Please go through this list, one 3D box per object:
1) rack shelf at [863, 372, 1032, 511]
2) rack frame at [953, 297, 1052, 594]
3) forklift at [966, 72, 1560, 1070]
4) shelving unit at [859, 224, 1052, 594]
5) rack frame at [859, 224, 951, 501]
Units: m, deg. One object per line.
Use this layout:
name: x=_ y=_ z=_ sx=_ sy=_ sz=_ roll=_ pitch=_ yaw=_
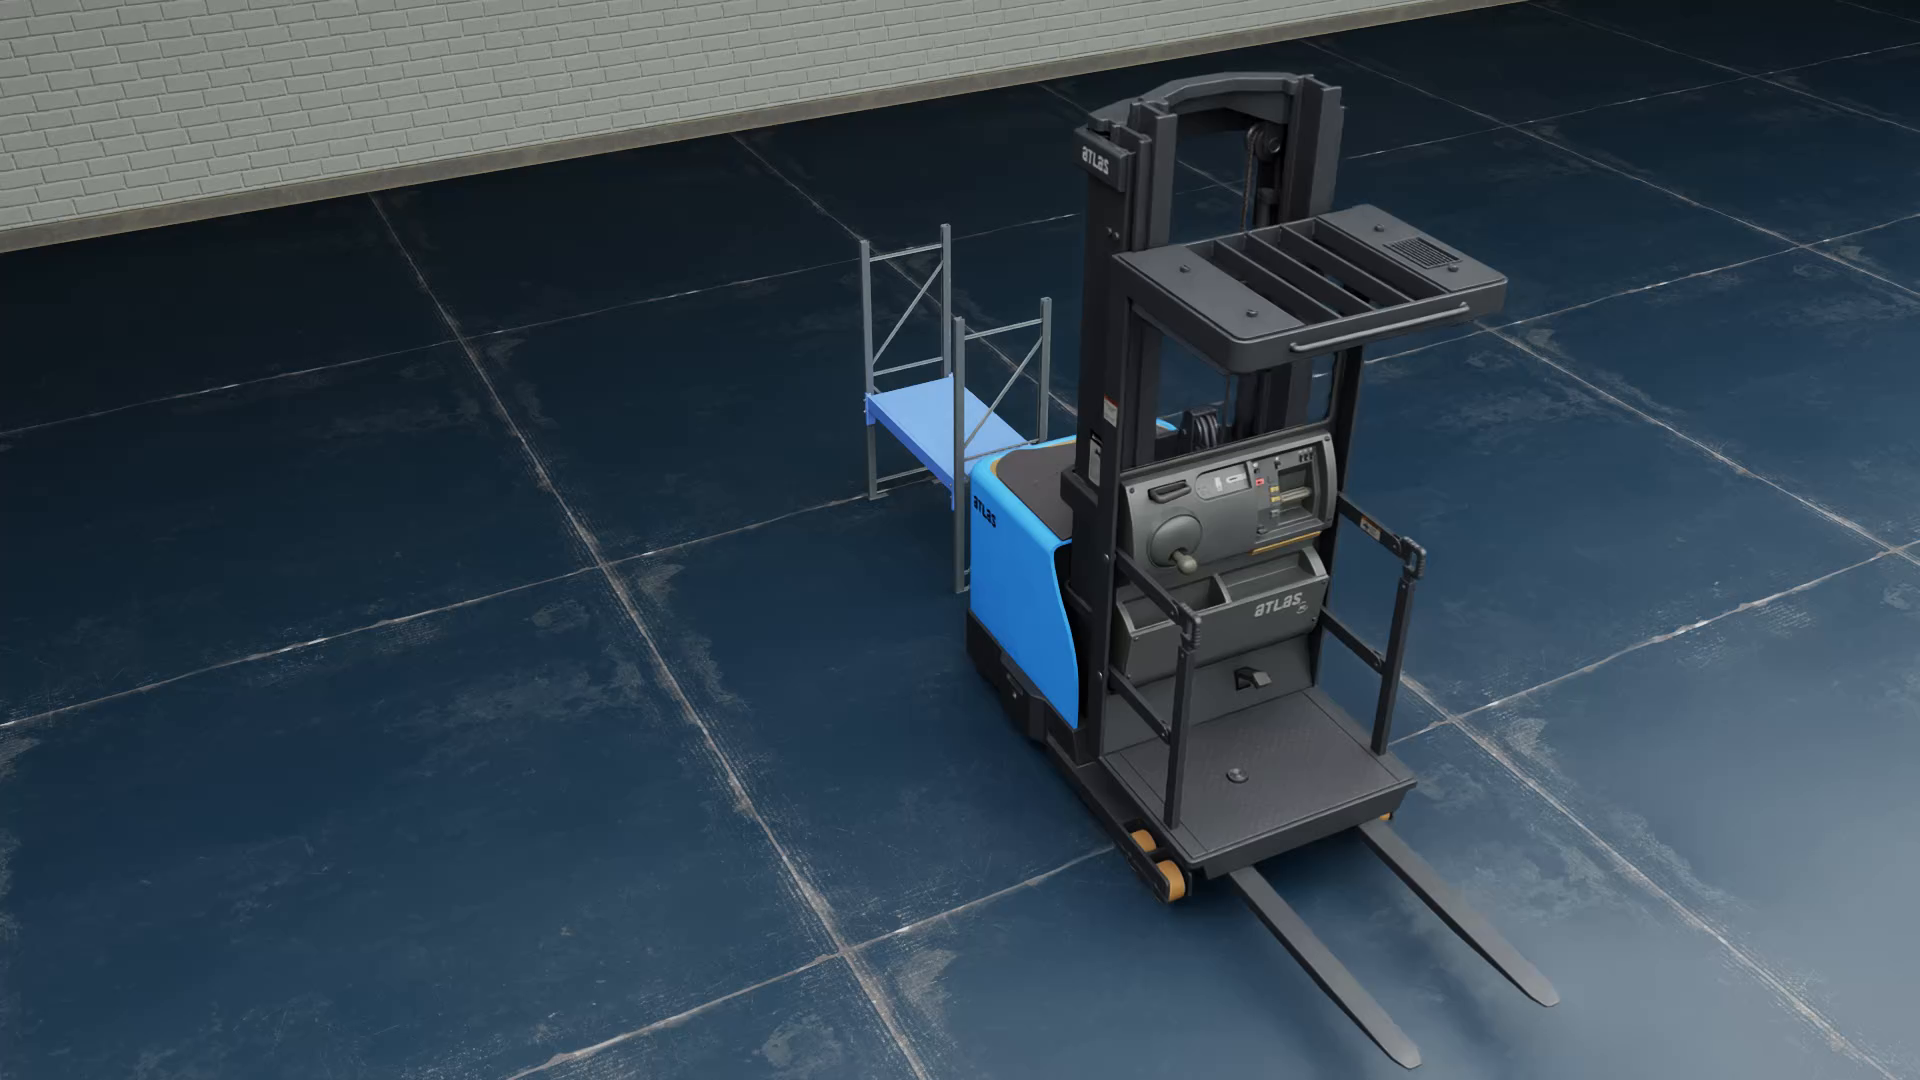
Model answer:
rack shelf: x=-0.040 y=-0.521 z=8.506 sx=0.538 sy=0.185 sz=1.000 roll=-16 pitch=36 yaw=-23
rack frame: x=0.197 y=-0.430 z=8.030 sx=0.500 sy=1.500 sz=0.032 roll=-16 pitch=36 yaw=-23
forklift: x=1.134 y=-0.085 z=6.165 sx=1.130 sy=2.935 sz=3.031 roll=-15 pitch=36 yaw=-22
shelving unit: x=-0.040 y=-0.672 z=8.409 sx=0.538 sy=1.500 sz=1.048 roll=-16 pitch=36 yaw=-23
rack frame: x=-0.277 y=-0.915 z=8.788 sx=0.500 sy=1.500 sz=0.032 roll=-16 pitch=36 yaw=-23
